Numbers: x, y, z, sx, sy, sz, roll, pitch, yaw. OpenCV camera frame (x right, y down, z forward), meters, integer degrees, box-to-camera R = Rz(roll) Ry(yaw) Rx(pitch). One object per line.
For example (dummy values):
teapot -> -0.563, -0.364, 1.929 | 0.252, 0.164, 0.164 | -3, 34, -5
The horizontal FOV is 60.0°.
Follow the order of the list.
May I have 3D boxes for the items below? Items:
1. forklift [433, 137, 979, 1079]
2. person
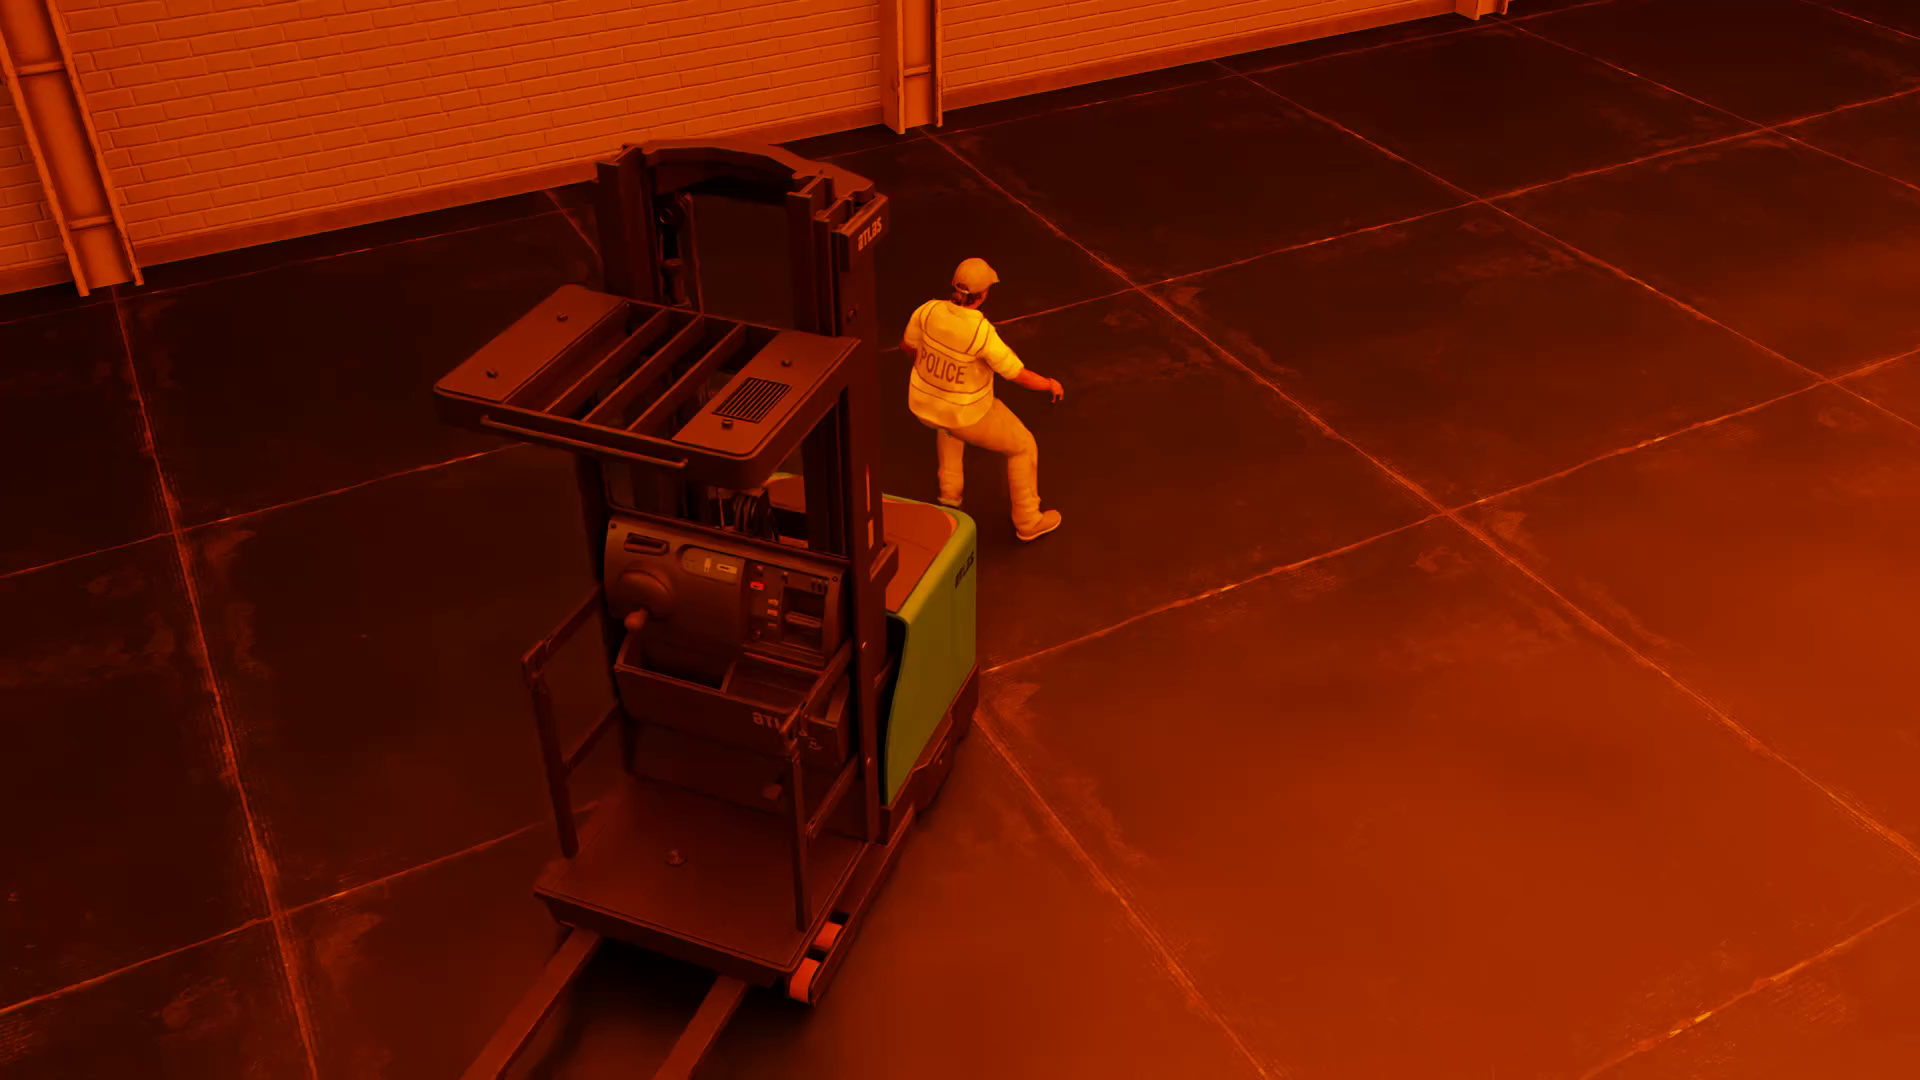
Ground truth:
forklift -> -0.927, 0.256, 5.761 | 1.130, 2.935, 3.031 | 13, 37, 17
person -> 0.103, -0.734, 8.354 | 0.775, 1.547, 0.565 | 19, 39, 25
